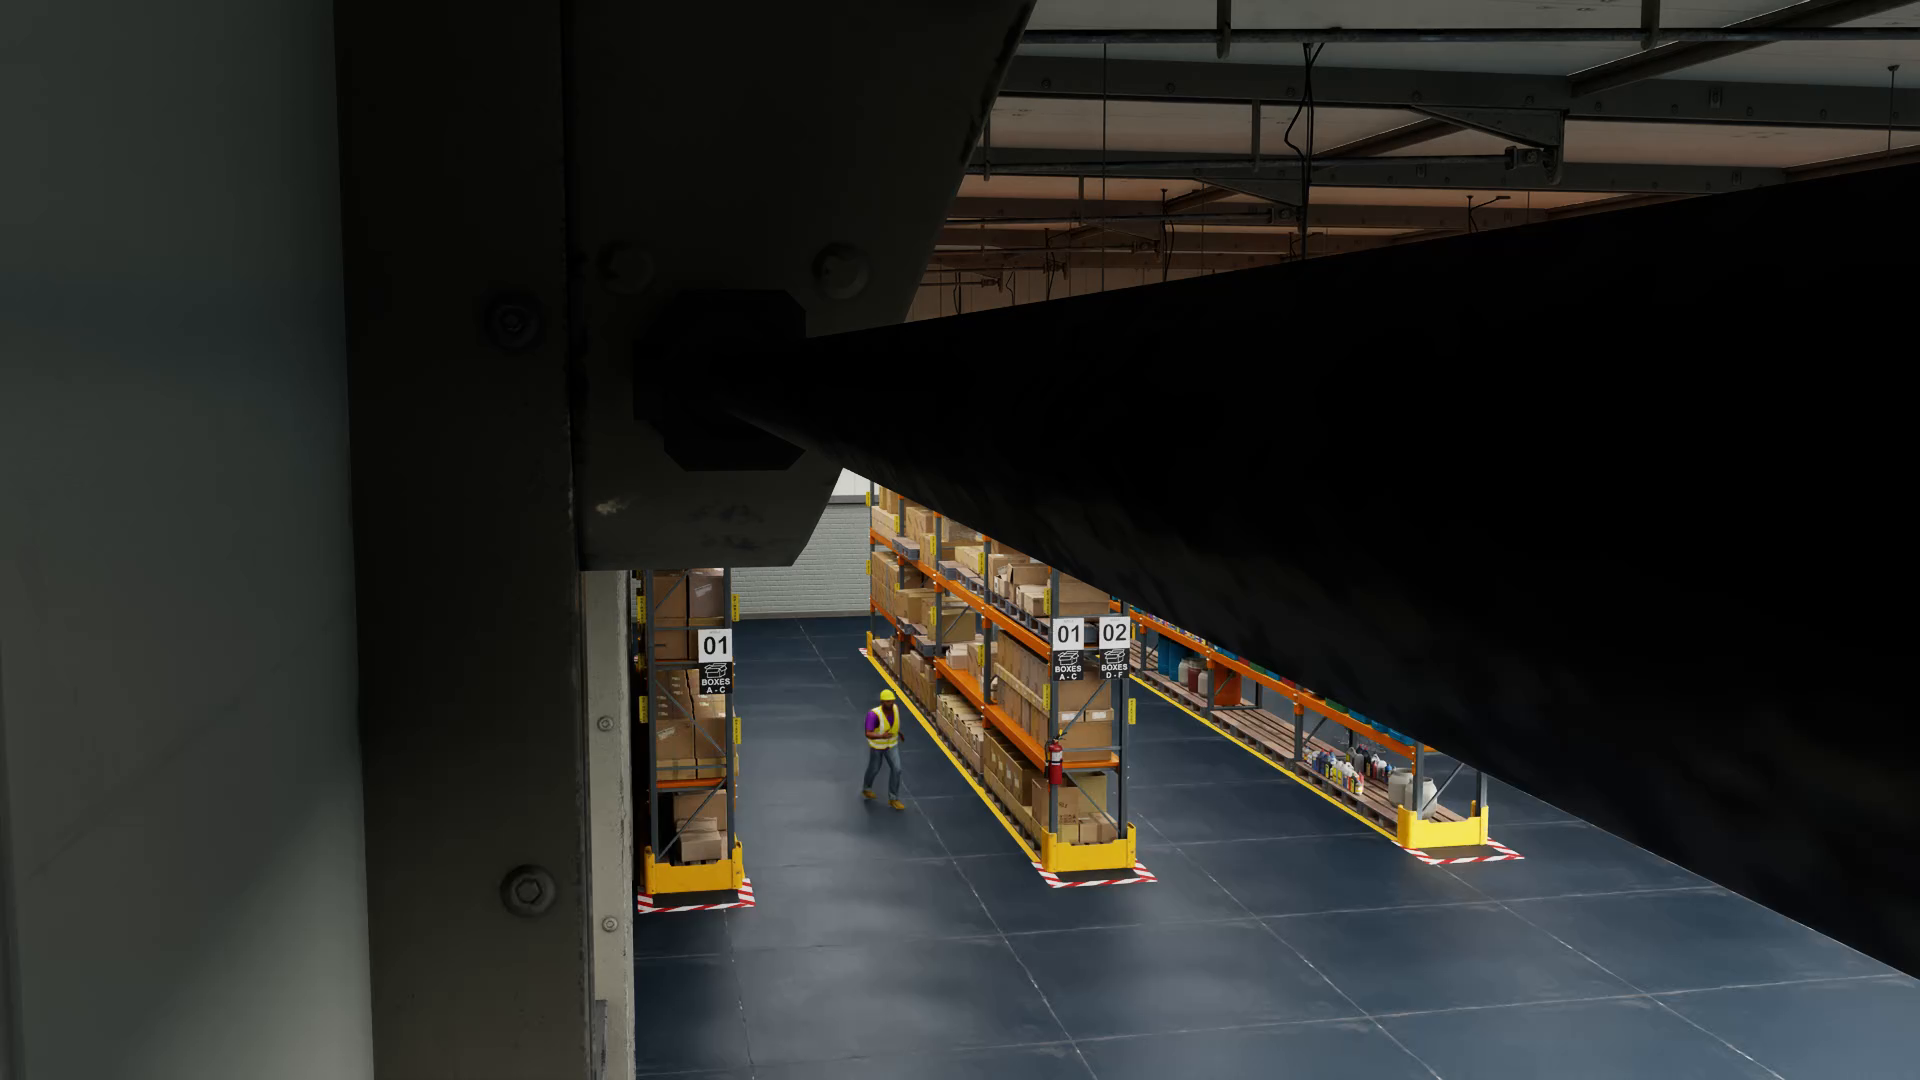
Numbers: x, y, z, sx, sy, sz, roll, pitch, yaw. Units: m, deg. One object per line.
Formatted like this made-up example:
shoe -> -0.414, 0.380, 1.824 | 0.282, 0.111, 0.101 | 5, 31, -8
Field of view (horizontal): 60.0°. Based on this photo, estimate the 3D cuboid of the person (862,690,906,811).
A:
person -> -1.103, 2.975, 23.911 | 0.723, 1.733, 0.980 | -3, 7, -30

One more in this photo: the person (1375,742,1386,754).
person -> 7.048, 2.838, 26.885 | 0.531, 1.361, 0.928 | -2, 6, -15
